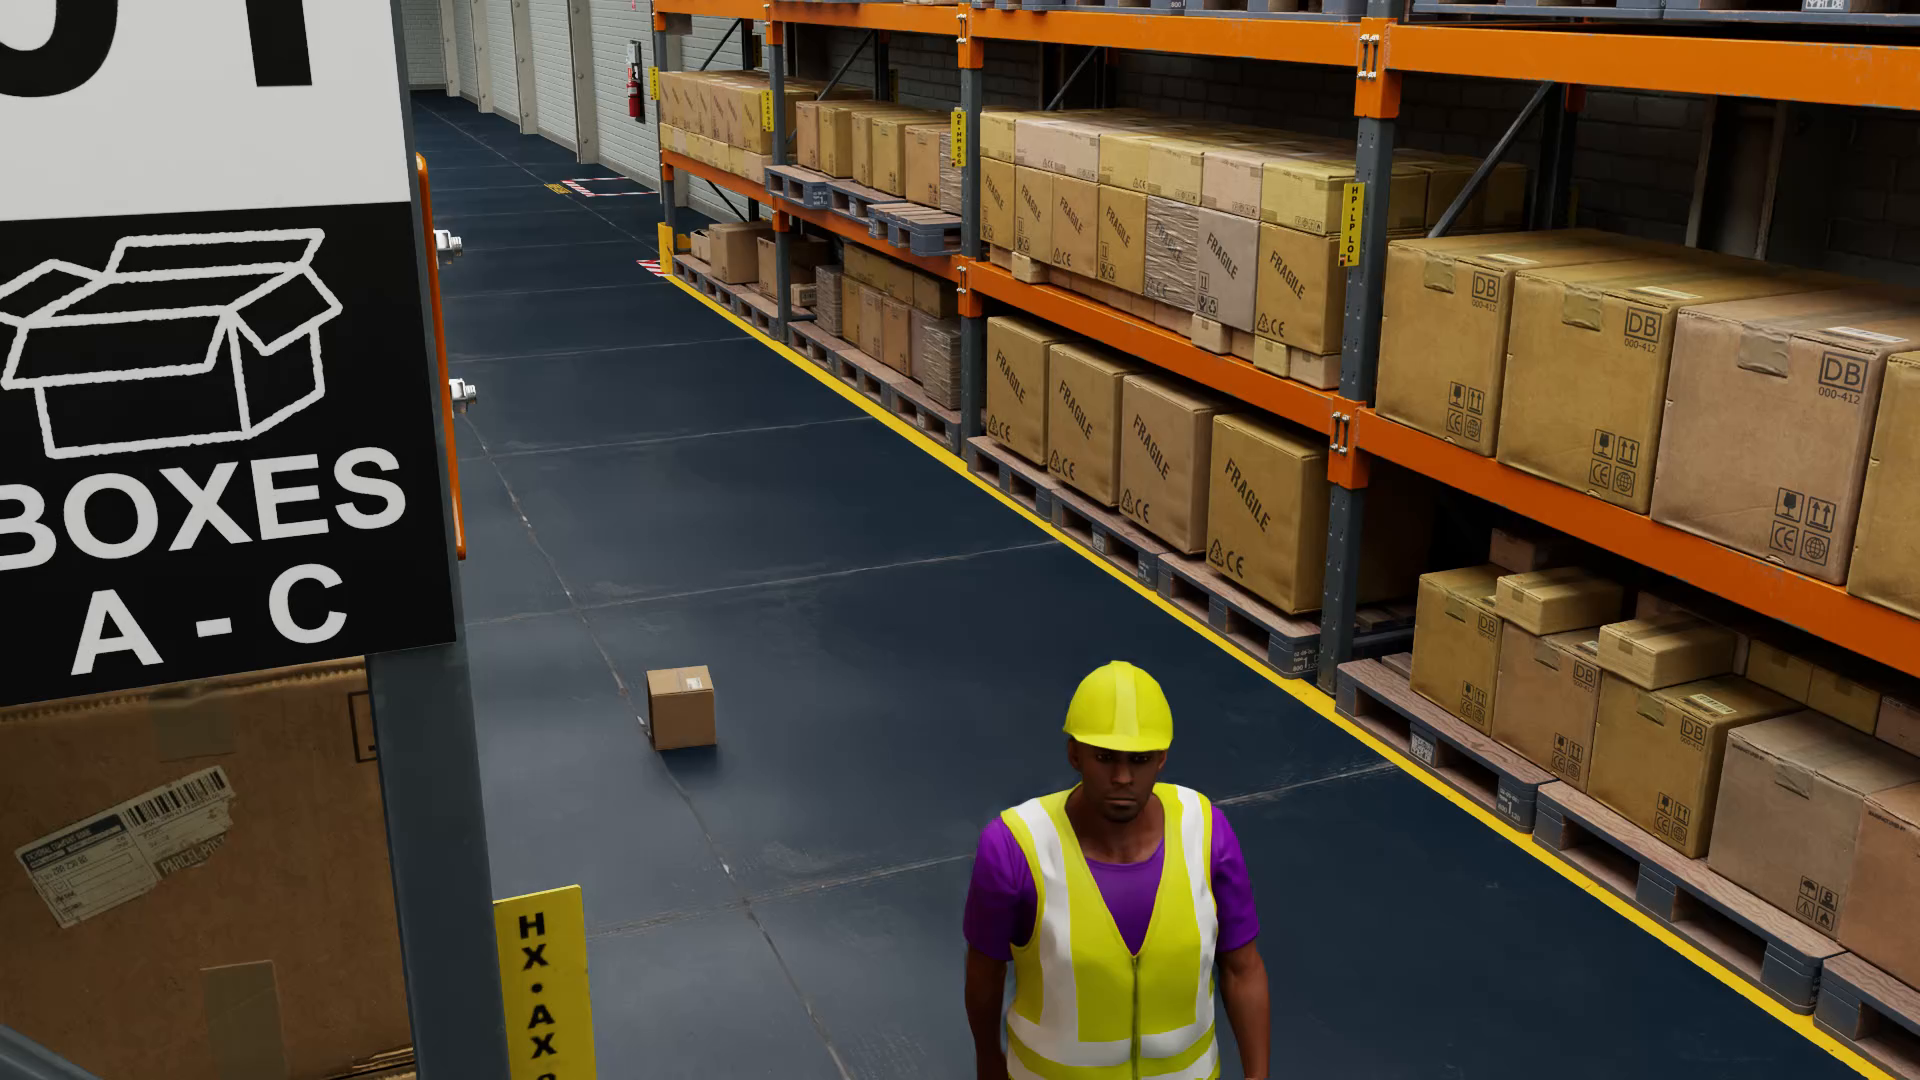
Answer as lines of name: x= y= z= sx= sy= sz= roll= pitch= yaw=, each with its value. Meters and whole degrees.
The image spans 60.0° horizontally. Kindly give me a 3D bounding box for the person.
person: x=0.339 y=1.097 z=3.237 sx=0.571 sy=1.726 sz=0.952 roll=-5 pitch=19 yaw=-13
